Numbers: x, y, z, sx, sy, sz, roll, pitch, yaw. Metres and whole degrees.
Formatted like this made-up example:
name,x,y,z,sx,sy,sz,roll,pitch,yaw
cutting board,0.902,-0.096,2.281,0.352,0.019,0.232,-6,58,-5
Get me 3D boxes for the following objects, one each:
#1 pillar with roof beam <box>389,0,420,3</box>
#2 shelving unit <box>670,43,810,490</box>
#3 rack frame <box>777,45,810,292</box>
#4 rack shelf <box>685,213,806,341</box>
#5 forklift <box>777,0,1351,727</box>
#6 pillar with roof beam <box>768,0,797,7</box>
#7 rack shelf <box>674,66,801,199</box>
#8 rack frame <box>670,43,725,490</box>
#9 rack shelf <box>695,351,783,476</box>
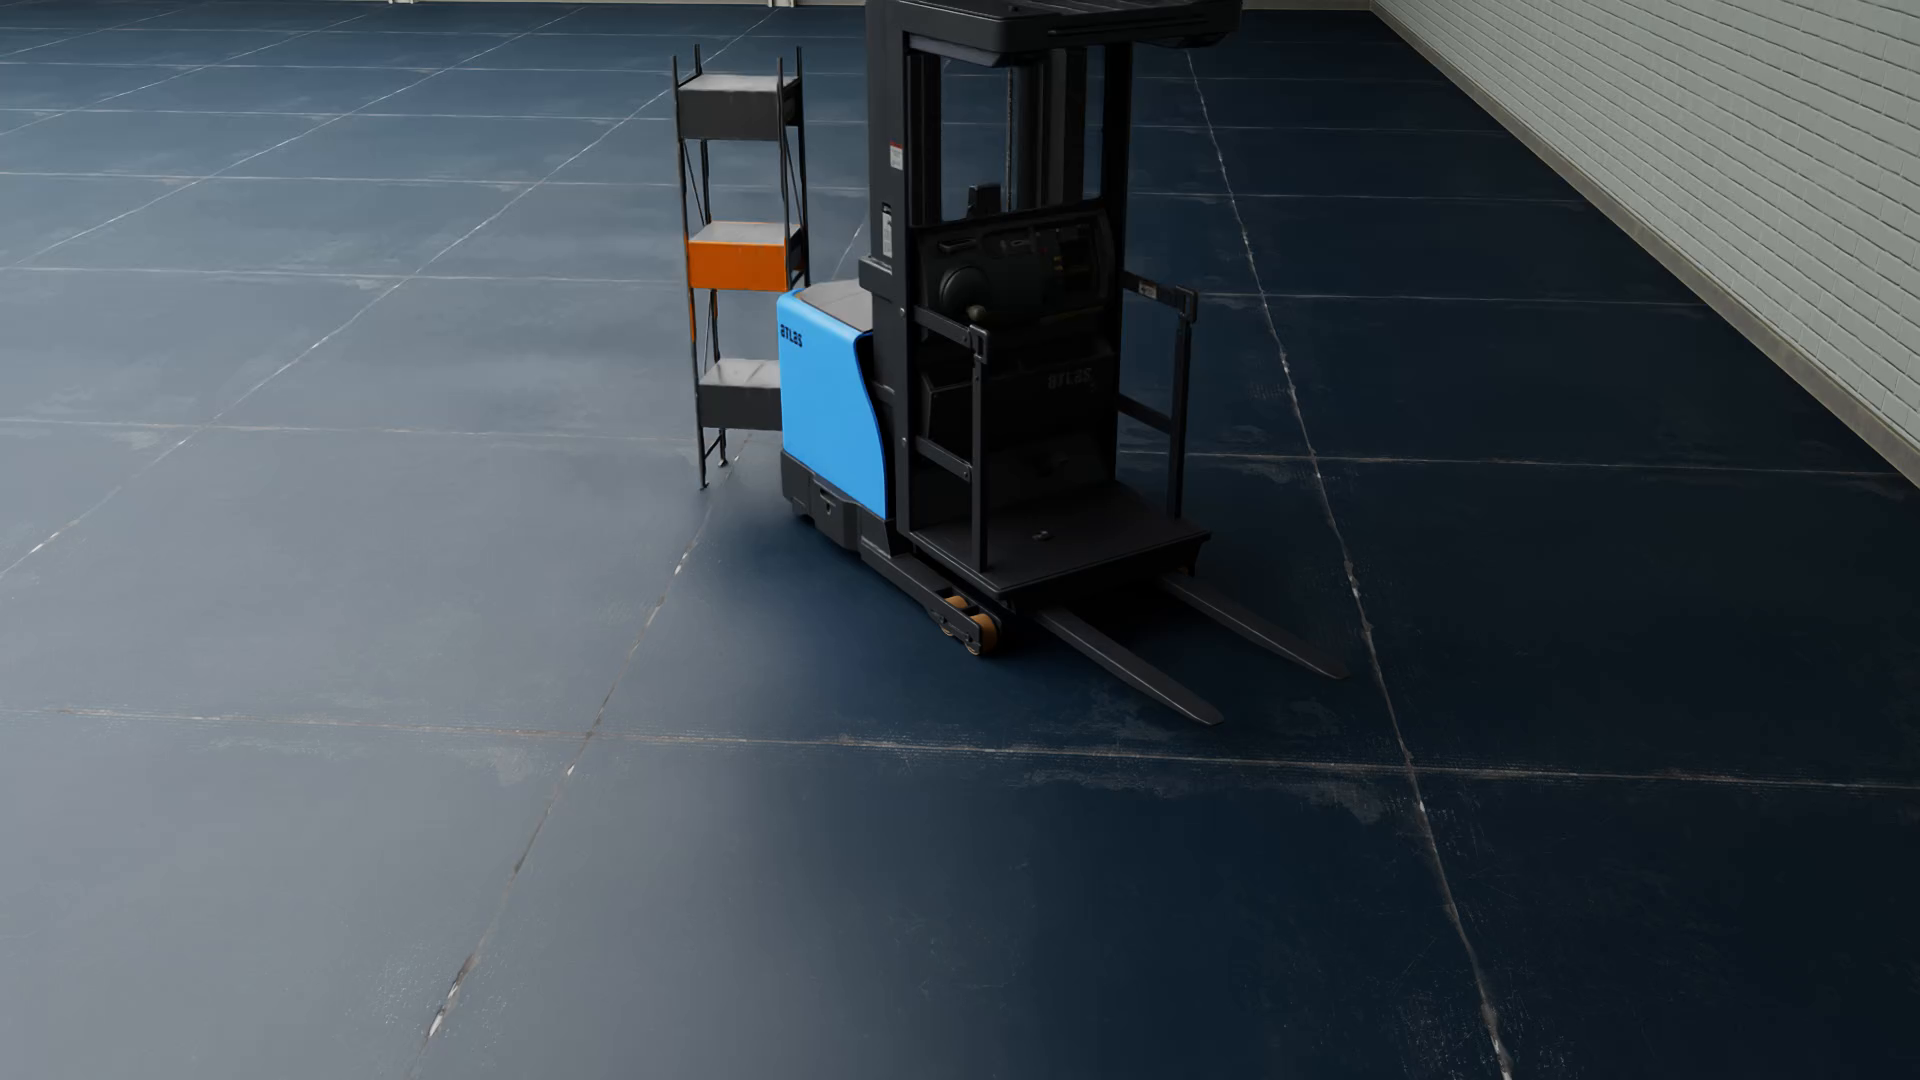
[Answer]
name,x,y,z,sx,sy,sz,roll,pitch,yaw
pillar with roof beam,-9.048,-10.744,20.335,0.400,9.000,9.100,2,25,4
shelving unit,-1.015,-1.272,8.002,0.503,2.100,0.431,3,25,8
rack frame,-0.773,-1.257,7.970,0.015,2.100,0.400,3,25,8
rack shelf,-1.015,-1.259,8.007,0.480,0.518,0.431,3,25,8
forklift,0.352,-1.089,6.611,1.130,2.935,3.031,-15,29,-29
pillar with roof beam,-3.066,-10.552,19.918,0.400,9.000,9.100,2,25,4
rack shelf,-1.015,-1.895,7.715,0.480,0.518,0.431,3,25,8
rack frame,-1.256,-1.286,8.034,0.015,2.100,0.400,3,25,8
rack shelf,-1.015,-0.623,8.300,0.480,0.518,0.431,3,25,8
